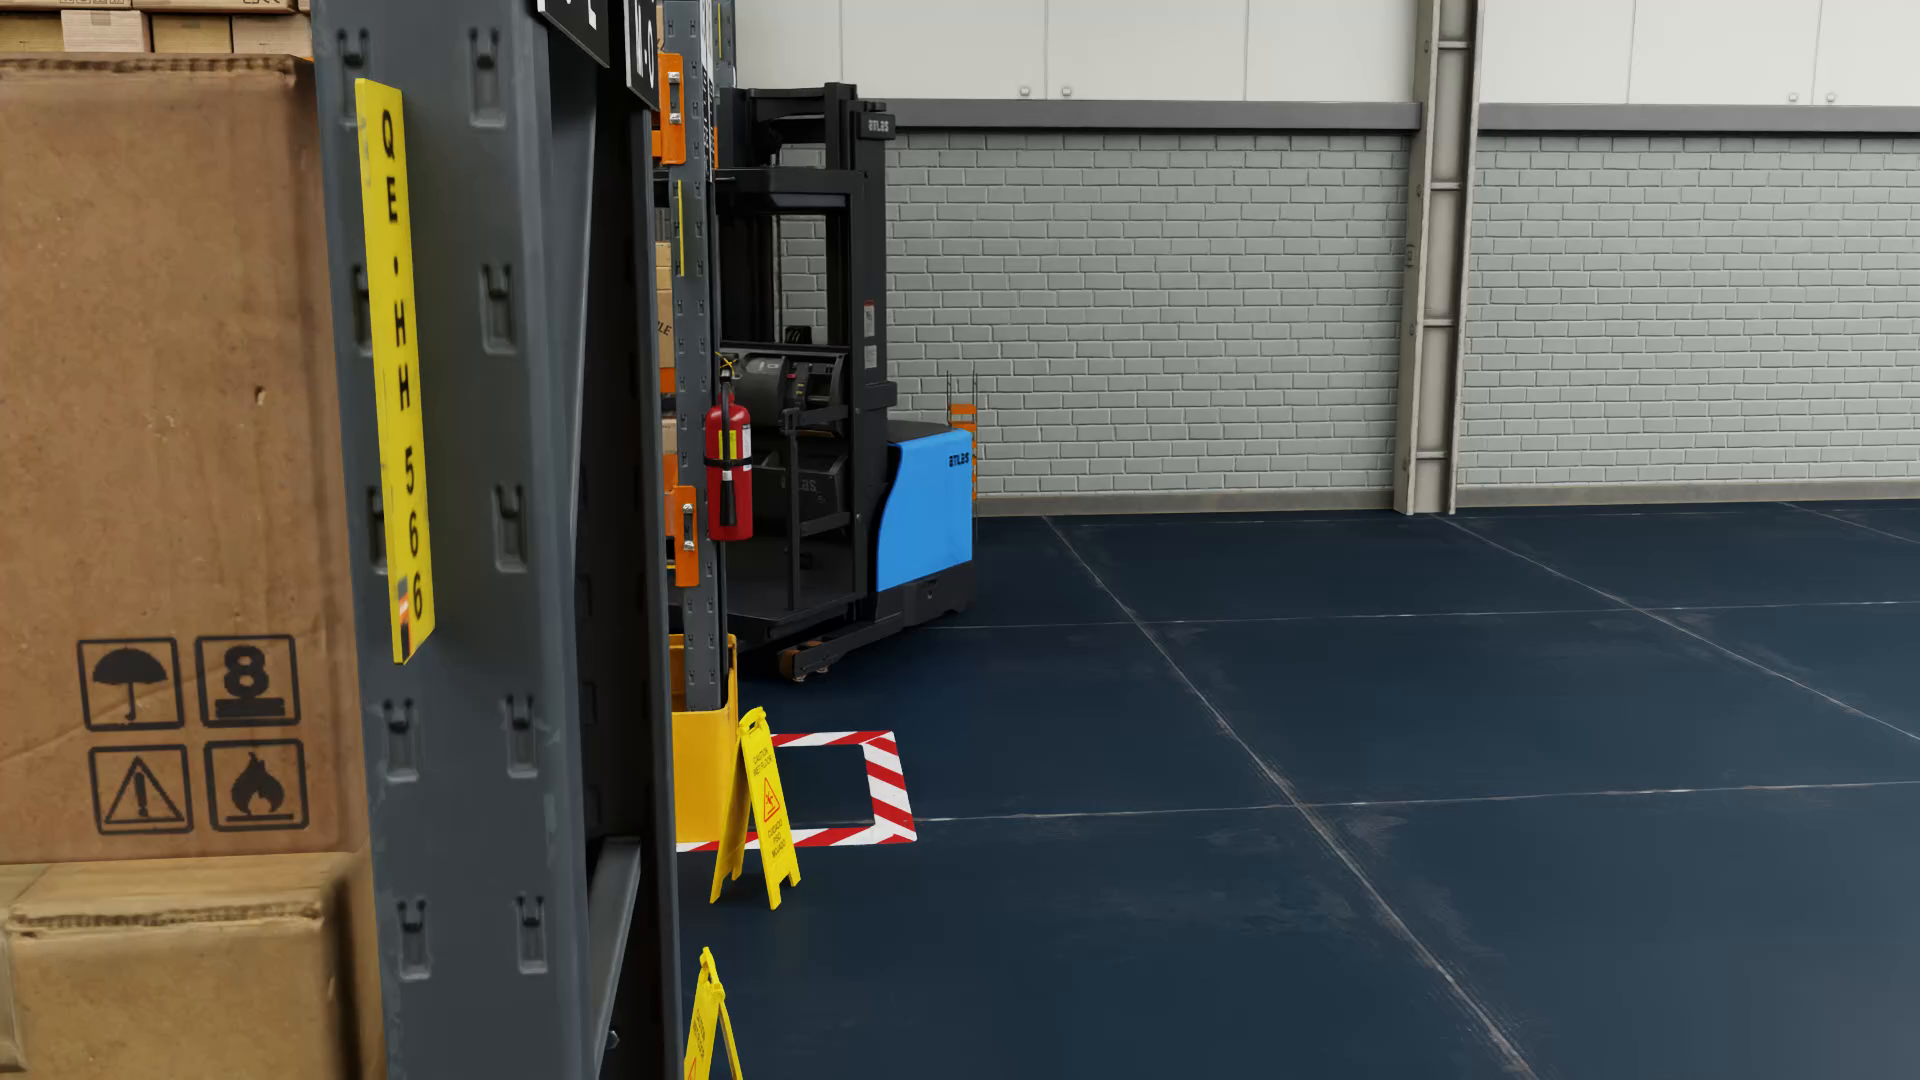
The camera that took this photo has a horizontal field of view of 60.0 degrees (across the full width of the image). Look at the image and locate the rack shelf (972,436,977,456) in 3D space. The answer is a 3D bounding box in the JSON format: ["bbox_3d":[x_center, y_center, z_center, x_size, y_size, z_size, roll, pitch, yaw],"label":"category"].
[{"bbox_3d":[0.014,-0.663,11.739,0.180,0.103,0.258,-1,11,-6],"label":"rack shelf"}]

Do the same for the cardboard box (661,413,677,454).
[{"bbox_3d":[-1.970,-0.694,11.068,0.500,0.250,0.500,-1,11,-4],"label":"cardboard box"}]

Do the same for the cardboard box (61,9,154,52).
[{"bbox_3d":[-2.853,-1.711,5.670,0.250,0.149,0.380,-1,11,-7],"label":"cardboard box"}]

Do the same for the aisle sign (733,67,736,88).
[{"bbox_3d":[-1.449,-2.636,10.763,0.004,0.787,0.394,-1,11,-6],"label":"aisle sign"}]

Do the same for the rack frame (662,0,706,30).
[{"bbox_3d":[-1.006,-3.408,5.873,0.127,3.000,1.000,-1,11,-6],"label":"rack frame"}]

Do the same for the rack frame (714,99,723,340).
[{"bbox_3d":[-1.546,-1.416,11.293,0.127,3.000,1.000,-1,11,-6],"label":"rack frame"}]

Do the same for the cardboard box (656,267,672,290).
[{"bbox_3d":[-1.860,-1.722,10.911,0.250,0.149,0.380,-1,11,-5],"label":"cardboard box"}]

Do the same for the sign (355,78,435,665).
[{"bbox_3d":[-0.326,-0.097,0.968,0.005,0.325,0.100,-1,11,-6],"label":"sign"}]

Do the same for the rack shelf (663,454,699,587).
[{"bbox_3d":[-2.995,-0.069,6.309,4.000,0.370,1.077,-1,11,-6],"label":"rack shelf"}]

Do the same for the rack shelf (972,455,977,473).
[{"bbox_3d":[0.014,-0.545,11.762,0.180,0.103,0.258,-1,11,-6],"label":"rack shelf"}]

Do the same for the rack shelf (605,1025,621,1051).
[{"bbox_3d":[-2.360,0.878,1.491,4.000,0.370,1.077,-1,11,-6],"label":"rack shelf"}]

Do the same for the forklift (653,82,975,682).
[{"bbox_3d":[-1.106,-0.832,8.500,1.130,2.935,3.031,7,13,31],"label":"forklift"}]

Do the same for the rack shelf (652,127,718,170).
[{"bbox_3d":[-3.534,-2.493,10.861,4.000,0.370,1.077,-1,11,-6],"label":"rack shelf"}]

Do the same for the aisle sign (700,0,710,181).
[{"bbox_3d":[-0.913,-1.685,5.924,0.004,0.787,0.394,-1,11,-6],"label":"aisle sign"}]

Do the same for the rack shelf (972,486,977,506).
[{"bbox_3d":[0.014,-0.310,11.809,0.180,0.103,0.258,-1,11,-6],"label":"rack shelf"}]

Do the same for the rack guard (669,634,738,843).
[{"bbox_3d":[-1.082,0.764,6.685,0.348,0.500,1.175,-1,11,-6],"label":"rack guard"}]

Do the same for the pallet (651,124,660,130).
[{"bbox_3d":[-2.252,-2.834,10.963,1.213,0.211,1.003,-1,11,-6],"label":"pallet"}]

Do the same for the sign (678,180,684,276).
[{"bbox_3d":[-0.966,-1.080,5.766,0.005,0.325,0.100,-1,11,-6],"label":"sign"}]

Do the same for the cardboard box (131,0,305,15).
[{"bbox_3d":[-2.501,-1.924,5.719,0.500,0.250,0.500,-1,11,-4],"label":"cardboard box"}]

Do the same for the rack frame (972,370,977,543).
[{"bbox_3d":[0.105,-0.591,11.764,0.006,1.200,0.240,-1,11,-6],"label":"rack frame"}]

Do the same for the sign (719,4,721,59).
[{"bbox_3d":[-1.501,-3.179,10.395,0.005,0.325,0.100,-1,11,-6],"label":"sign"}]

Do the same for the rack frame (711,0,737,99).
[{"bbox_3d":[-1.546,-4.359,10.714,0.127,3.000,1.000,-1,11,-6],"label":"rack frame"}]

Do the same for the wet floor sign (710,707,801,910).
[{"bbox_3d":[-0.702,0.893,5.655,0.232,0.644,0.267,3,11,14],"label":"wet floor sign"}]

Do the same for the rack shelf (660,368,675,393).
[{"bbox_3d":[-3.534,-1.021,11.151,4.000,0.370,1.077,-1,11,-6],"label":"rack shelf"}]

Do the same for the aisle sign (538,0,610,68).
[{"bbox_3d":[-0.268,-0.736,1.098,0.004,0.787,0.394,-1,11,-6],"label":"aisle sign"}]

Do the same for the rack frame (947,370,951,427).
[{"bbox_3d":[-0.077,-0.587,11.744,0.006,1.200,0.240,-1,11,-6],"label":"rack frame"}]

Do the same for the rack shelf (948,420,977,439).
[{"bbox_3d":[0.014,-0.781,11.716,0.180,0.103,0.258,-1,11,-6],"label":"rack shelf"}]

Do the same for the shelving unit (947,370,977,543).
[{"bbox_3d":[0.014,-0.589,11.754,0.189,1.200,0.258,-1,11,-6],"label":"shelving unit"}]

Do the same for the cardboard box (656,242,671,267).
[{"bbox_3d":[-1.879,-1.881,10.949,0.250,0.149,0.380,-1,11,-6],"label":"cardboard box"}]

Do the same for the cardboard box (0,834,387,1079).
[{"bbox_3d":[-0.735,0.426,1.536,0.550,0.550,0.875,-1,11,-6],"label":"cardboard box"}]

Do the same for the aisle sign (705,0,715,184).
[{"bbox_3d":[-0.978,-1.800,6.510,0.004,0.787,0.394,-1,11,-6],"label":"aisle sign"}]

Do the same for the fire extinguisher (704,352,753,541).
[{"bbox_3d":[-0.843,-0.340,6.022,0.183,0.674,0.296,-1,11,-6],"label":"fire extinguisher"}]

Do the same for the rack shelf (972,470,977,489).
[{"bbox_3d":[0.014,-0.428,11.786,0.180,0.103,0.258,-1,11,-6],"label":"rack shelf"}]

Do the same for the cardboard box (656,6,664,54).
[{"bbox_3d":[-1.960,-3.136,10.659,0.500,0.500,0.500,-1,11,-4],"label":"cardboard box"}]

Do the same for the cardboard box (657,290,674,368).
[{"bbox_3d":[-2.007,-1.404,10.975,0.500,0.500,0.500,-1,11,-7],"label":"cardboard box"}]

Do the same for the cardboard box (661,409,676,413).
[{"bbox_3d":[-2.044,-0.789,11.555,0.500,0.250,0.500,-1,11,-7],"label":"cardboard box"}]

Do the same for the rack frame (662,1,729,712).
[{"bbox_3d":[-1.006,-0.464,6.452,0.127,3.000,1.000,-1,11,-6],"label":"rack frame"}]

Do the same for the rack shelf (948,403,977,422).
[{"bbox_3d":[0.014,-0.899,11.693,0.180,0.103,0.258,-1,11,-6],"label":"rack shelf"}]

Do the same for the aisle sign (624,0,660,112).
[{"bbox_3d":[-0.333,-0.851,1.683,0.004,0.787,0.394,-1,11,-6],"label":"aisle sign"}]

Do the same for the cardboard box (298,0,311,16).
[{"bbox_3d":[-1.988,-1.938,5.792,0.500,0.250,0.500,-1,11,-7],"label":"cardboard box"}]

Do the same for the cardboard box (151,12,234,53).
[{"bbox_3d":[-2.607,-1.730,5.767,0.250,0.149,0.380,-2,11,-8],"label":"cardboard box"}]

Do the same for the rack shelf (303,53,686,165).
[{"bbox_3d":[-2.995,-1.541,6.020,4.000,0.370,1.077,-1,11,-6],"label":"rack shelf"}]

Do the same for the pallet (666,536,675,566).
[{"bbox_3d":[-2.302,-0.024,11.440,1.213,0.211,1.003,-1,11,-6],"label":"pallet"}]

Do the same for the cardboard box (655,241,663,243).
[{"bbox_3d":[-2.174,-1.969,11.398,0.250,0.149,0.380,-1,11,-4],"label":"cardboard box"}]

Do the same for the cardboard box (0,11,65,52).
[{"bbox_3d":[-3.111,-1.721,5.719,0.250,0.149,0.380,-1,11,-6],"label":"cardboard box"}]

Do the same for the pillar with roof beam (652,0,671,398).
[{"bbox_3d":[-1.871,-3.692,7.320,0.400,9.000,9.100,-1,11,-6],"label":"pillar with roof beam"}]

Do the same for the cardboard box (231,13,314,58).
[{"bbox_3d":[-2.344,-1.734,5.788,0.250,0.149,0.380,-1,11,-7],"label":"cardboard box"}]

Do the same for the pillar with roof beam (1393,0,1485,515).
[{"bbox_3d":[4.094,-3.817,7.956,0.400,9.000,9.100,-1,11,-6],"label":"pillar with roof beam"}]

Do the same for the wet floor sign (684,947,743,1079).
[{"bbox_3d":[-0.556,1.258,3.795,0.232,0.644,0.267,-3,12,-16],"label":"wet floor sign"}]

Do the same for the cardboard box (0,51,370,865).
[{"bbox_3d":[-0.744,-0.120,1.513,0.550,0.550,0.875,-1,11,-6],"label":"cardboard box"}]

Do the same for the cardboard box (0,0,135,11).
[{"bbox_3d":[-3.003,-1.913,5.663,0.500,0.250,0.500,-1,11,-6],"label":"cardboard box"}]
